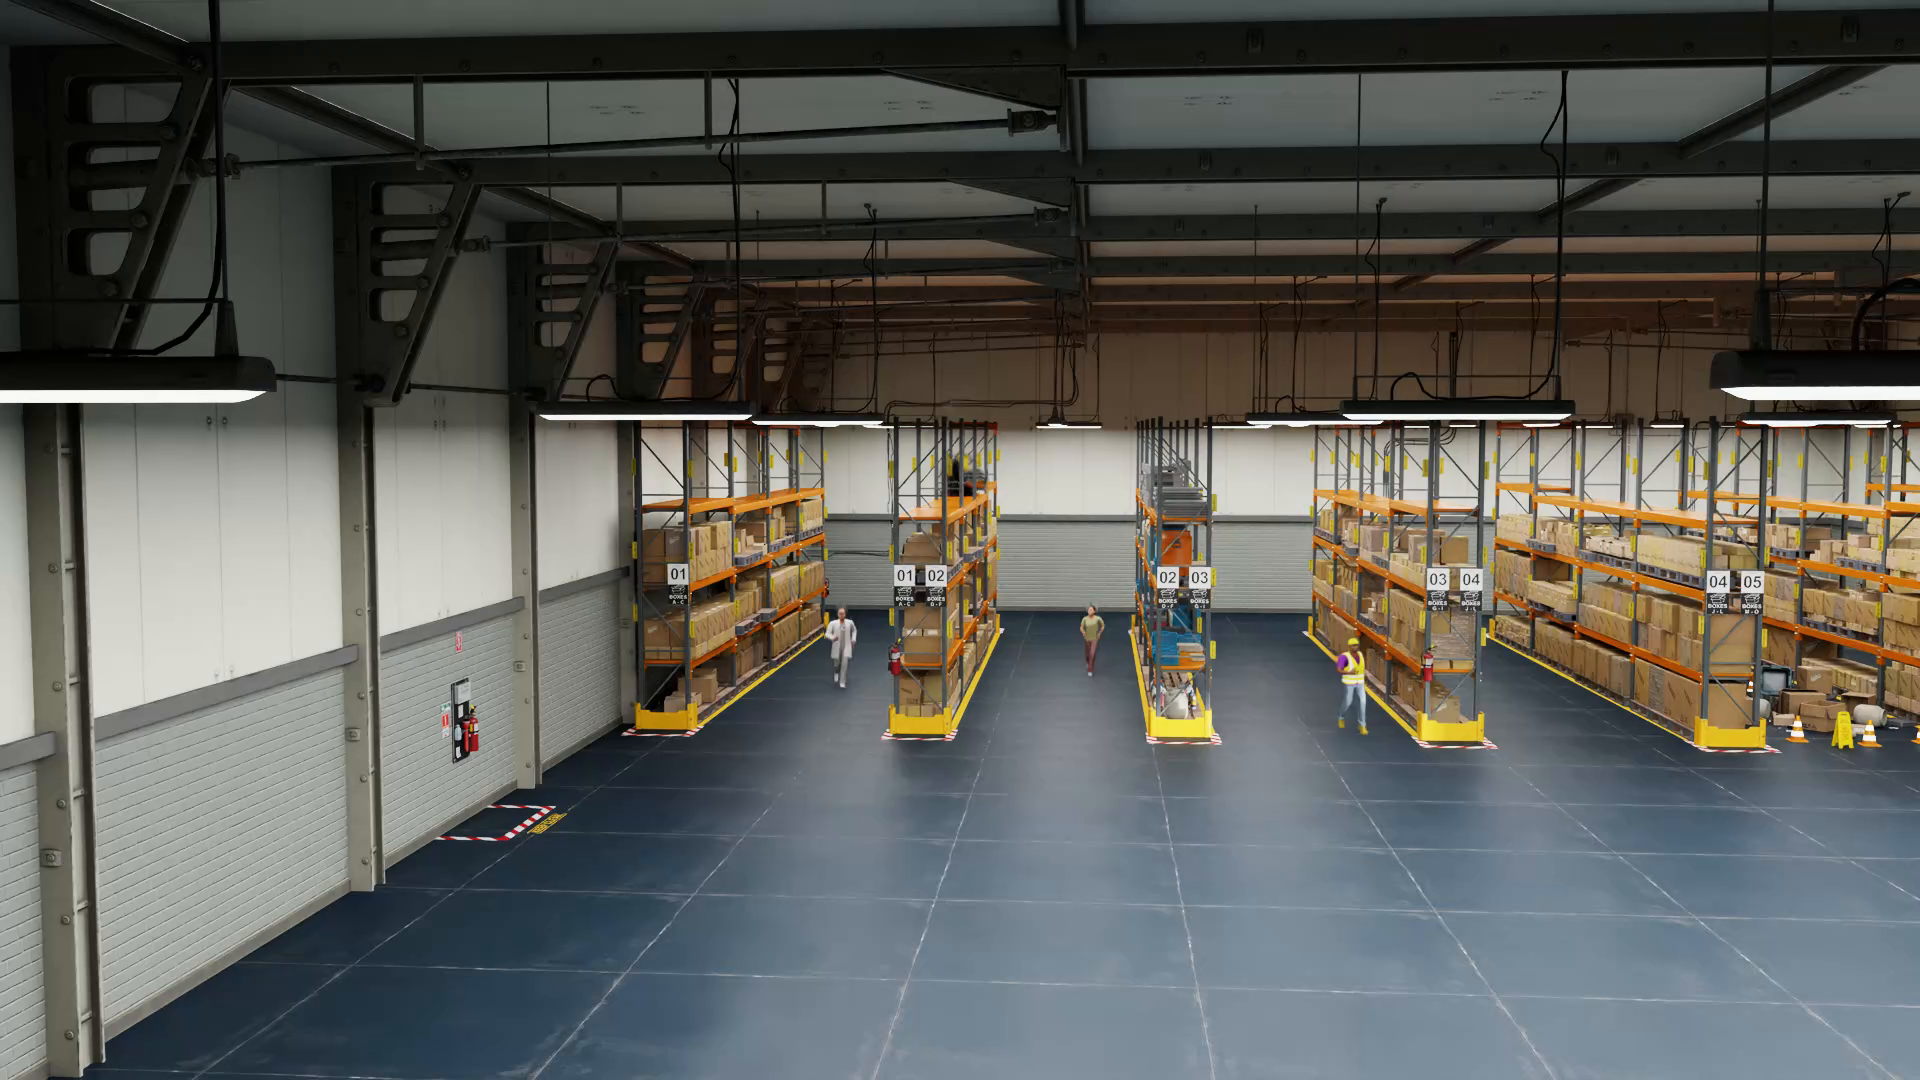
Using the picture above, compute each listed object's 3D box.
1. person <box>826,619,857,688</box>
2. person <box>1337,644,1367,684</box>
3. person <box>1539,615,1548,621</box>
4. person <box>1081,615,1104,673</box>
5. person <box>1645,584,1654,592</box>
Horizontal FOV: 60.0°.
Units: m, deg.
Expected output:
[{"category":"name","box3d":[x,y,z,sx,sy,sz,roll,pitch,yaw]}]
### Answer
[{"category":"person","box3d":[-2.654,2.513,37.253,0.718,1.542,0.834,-1,4,-9]},{"category":"person","box3d":[6.293,2.035,35.966,0.762,0.853,9.840,-1,4,-15]},{"category":"person","box3d":[16.576,2.071,47.015,0.378,1.180,0.744,-1,4,-18]},{"category":"person","box3d":[3.127,2.437,39.234,0.543,1.335,0.581,1,4,14]},{"category":"person","box3d":[19.588,1.863,47.213,0.637,1.592,0.535,1,4,13]}]
